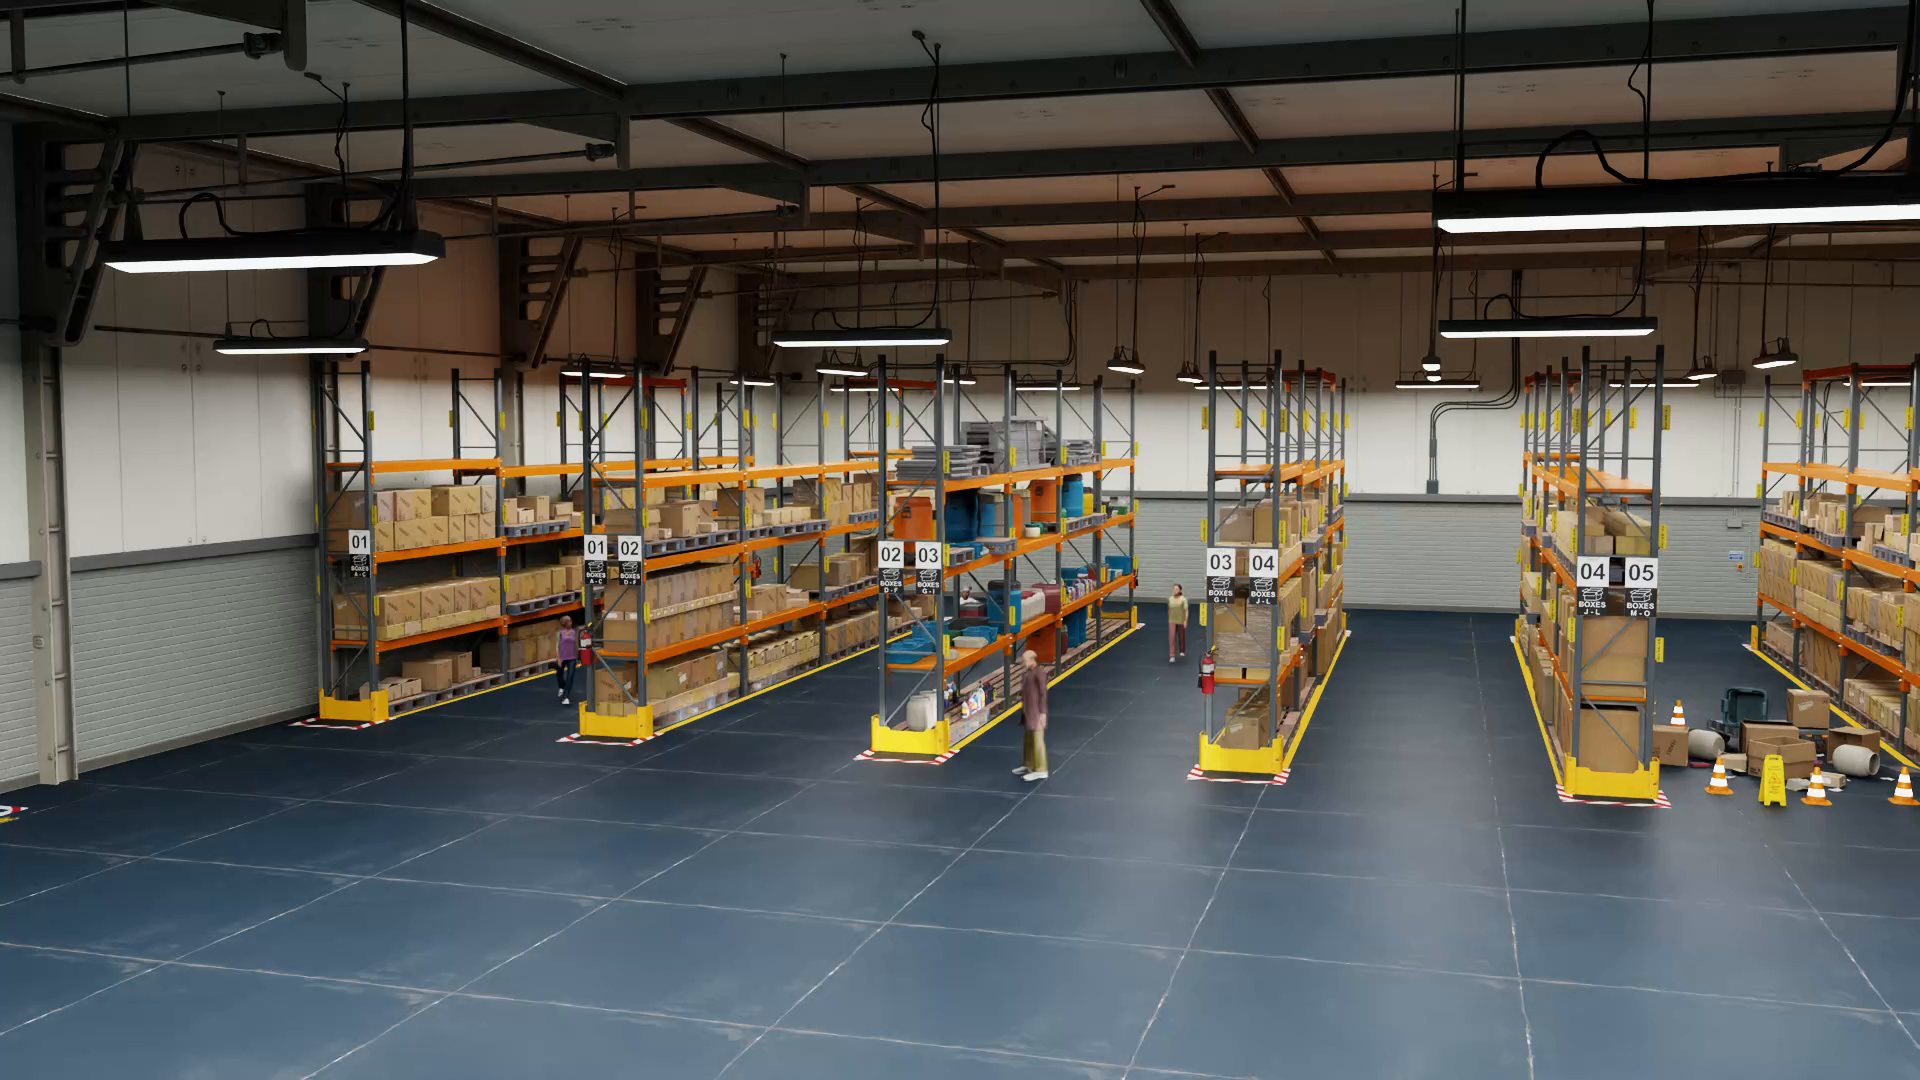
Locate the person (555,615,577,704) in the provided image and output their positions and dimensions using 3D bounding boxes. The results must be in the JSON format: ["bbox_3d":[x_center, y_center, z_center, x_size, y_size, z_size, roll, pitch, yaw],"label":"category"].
[{"bbox_3d":[-6.995,2.108,29.532,0.389,1.554,0.773,-1,4,-13],"label":"person"}]

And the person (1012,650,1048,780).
[{"bbox_3d":[0.980,2.436,23.390,0.426,1.778,0.634,-1,4,-19],"label":"person"}]

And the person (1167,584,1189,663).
[{"bbox_3d":[4.527,1.720,34.635,0.471,1.621,1.064,1,4,12],"label":"person"}]

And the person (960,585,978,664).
[{"bbox_3d":[0.094,1.730,33.702,0.627,1.651,1.006,1,4,20],"label":"person"}]
